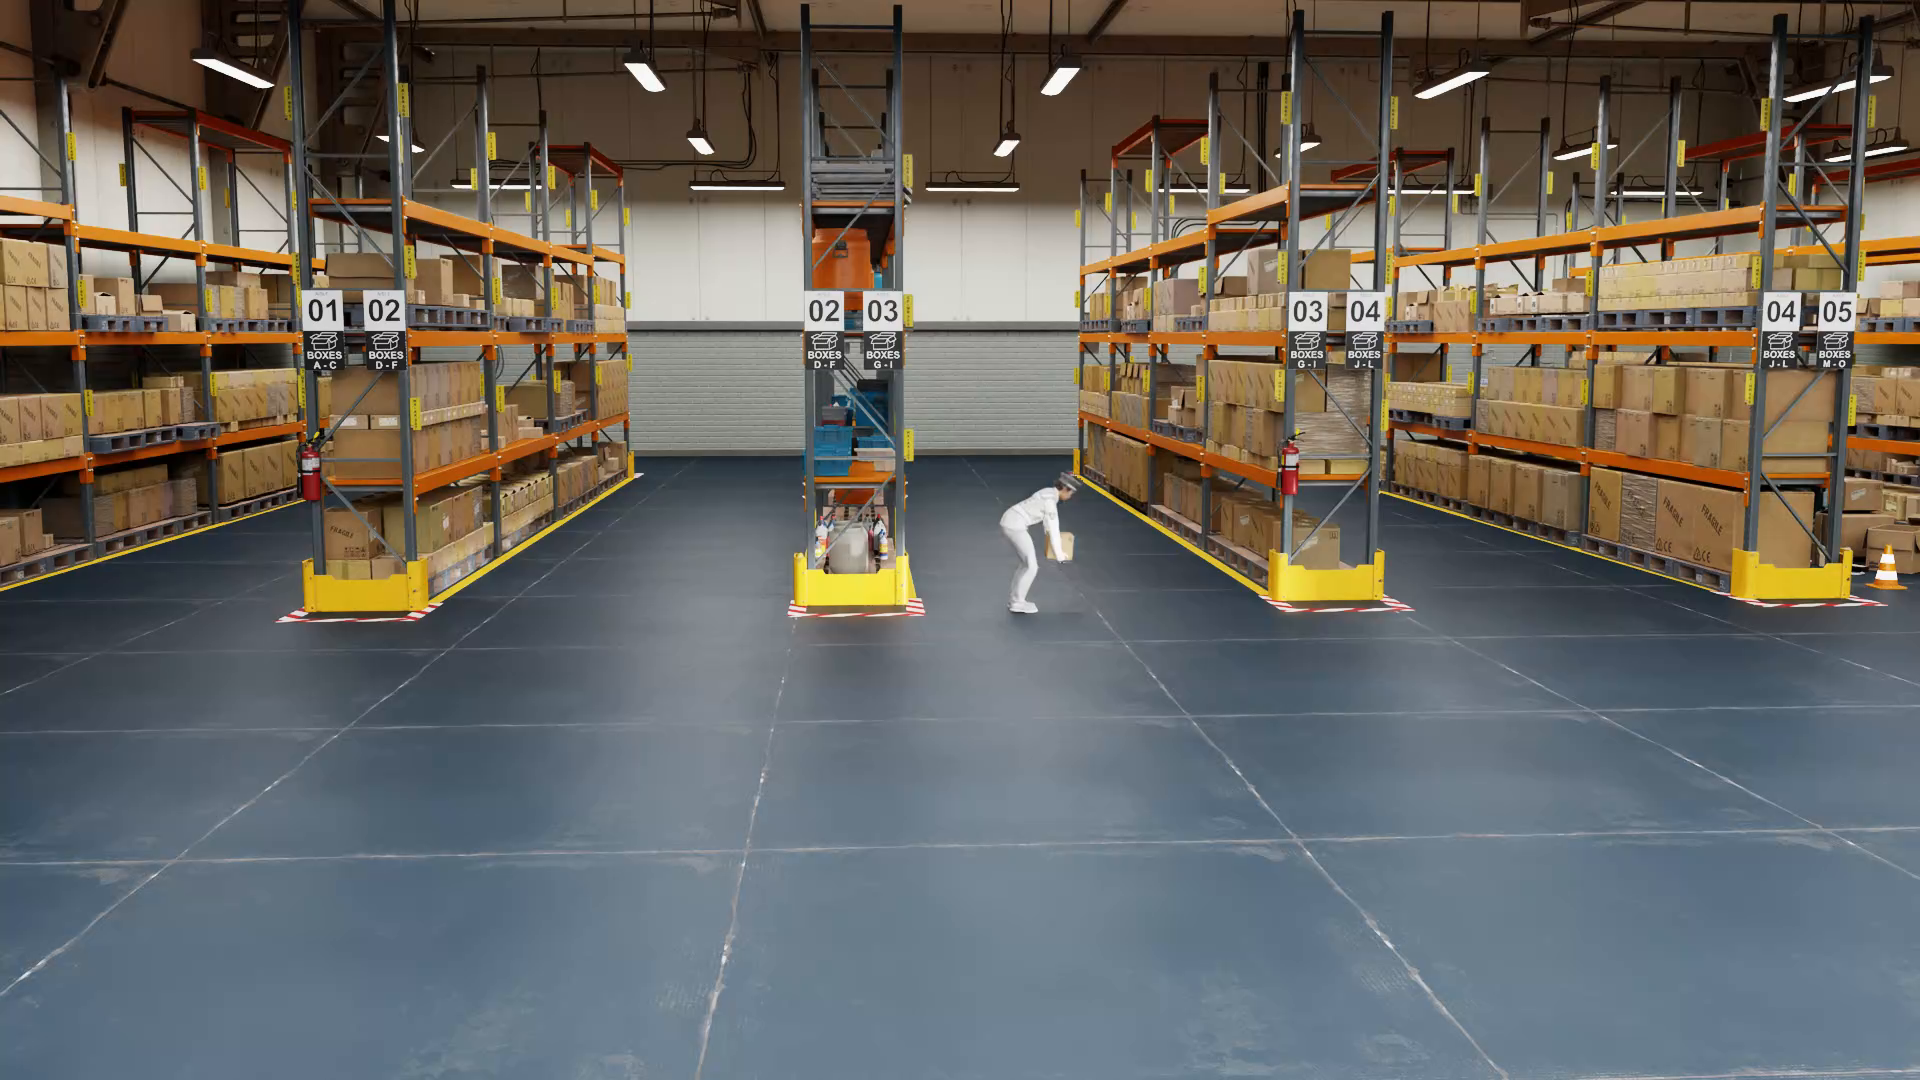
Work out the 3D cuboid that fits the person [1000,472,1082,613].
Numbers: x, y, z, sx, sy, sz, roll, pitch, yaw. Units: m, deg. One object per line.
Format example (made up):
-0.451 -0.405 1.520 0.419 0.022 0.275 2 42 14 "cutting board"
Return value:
0.815 0.020 16.723 0.826 1.395 0.416 -1 7 -5 "person"
